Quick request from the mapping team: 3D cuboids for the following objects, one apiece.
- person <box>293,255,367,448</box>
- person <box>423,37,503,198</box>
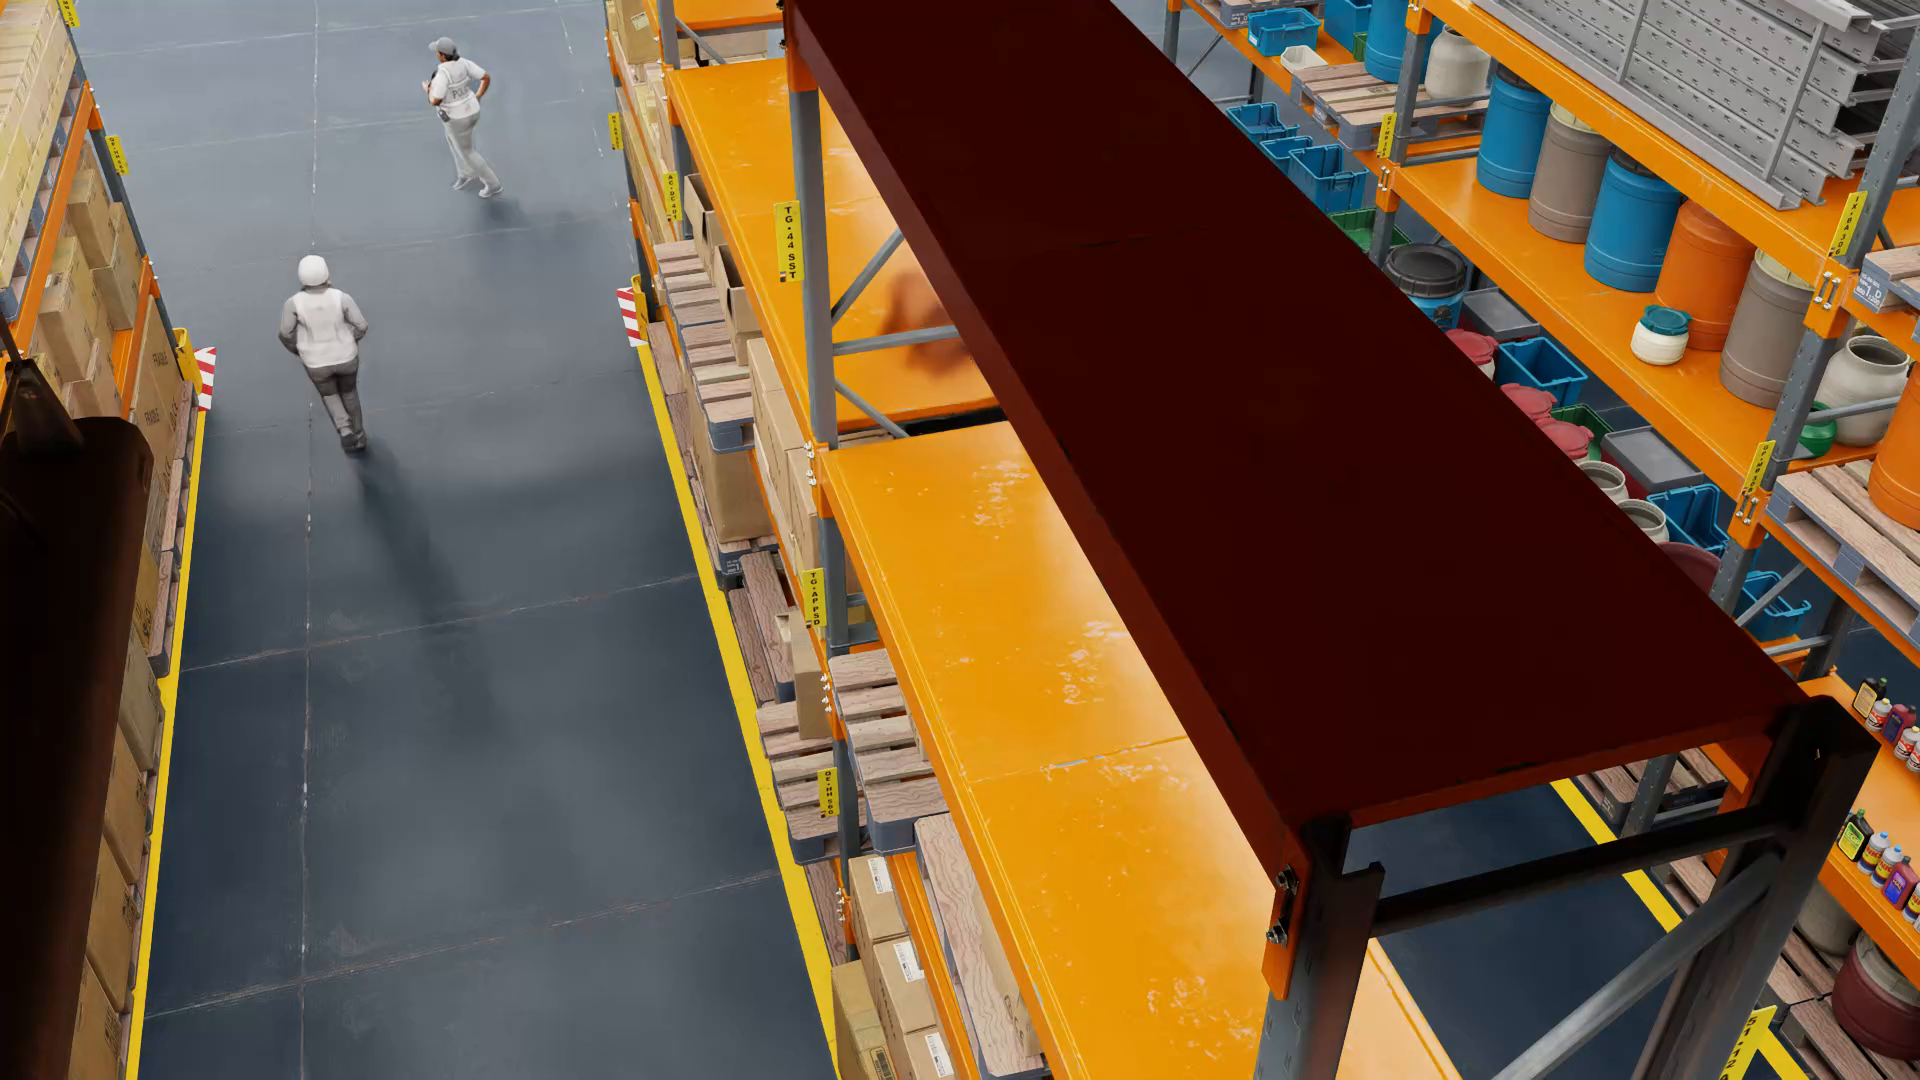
[{"bbox_3d":[-5.011,-1.415,13.226,0.574,1.754,0.651,-15,41,-18],"label":"person"},{"bbox_3d":[-5.045,-4.251,16.860,0.764,1.729,0.579,11,40,14],"label":"person"}]
